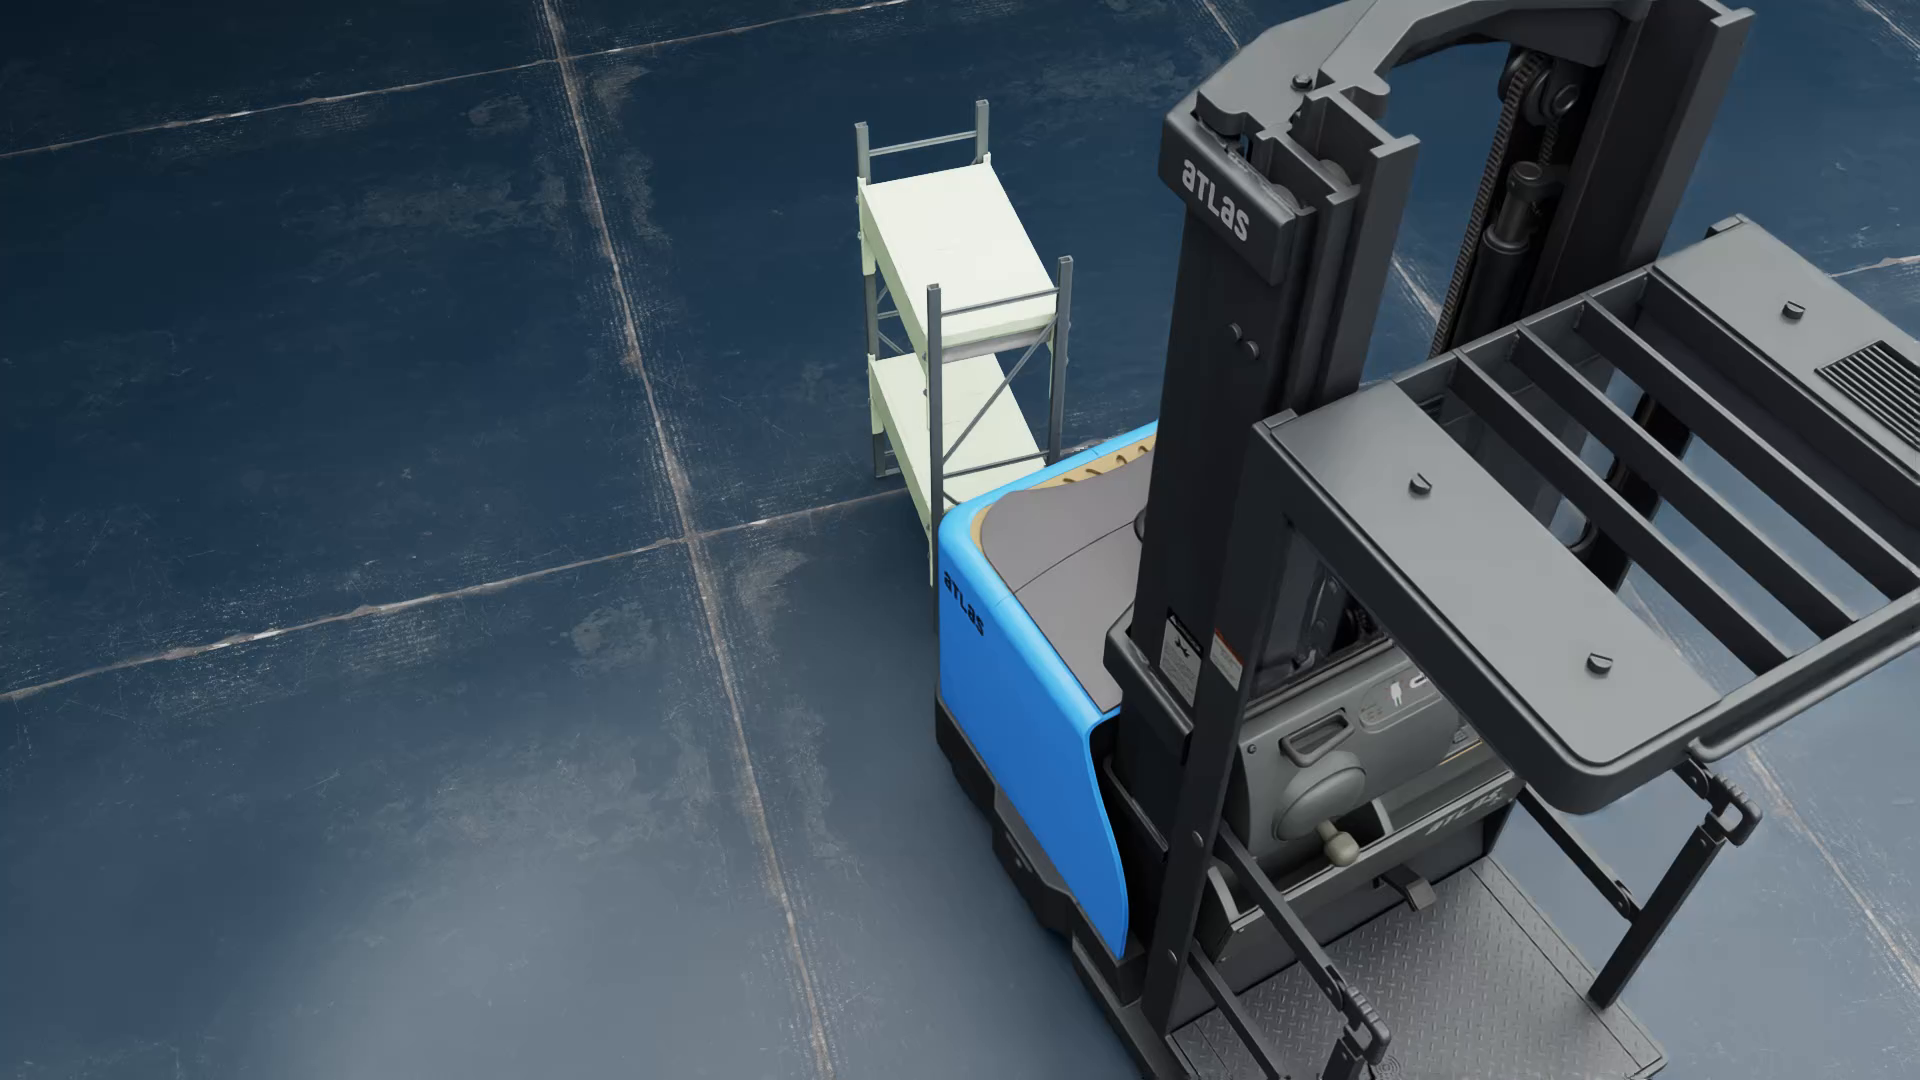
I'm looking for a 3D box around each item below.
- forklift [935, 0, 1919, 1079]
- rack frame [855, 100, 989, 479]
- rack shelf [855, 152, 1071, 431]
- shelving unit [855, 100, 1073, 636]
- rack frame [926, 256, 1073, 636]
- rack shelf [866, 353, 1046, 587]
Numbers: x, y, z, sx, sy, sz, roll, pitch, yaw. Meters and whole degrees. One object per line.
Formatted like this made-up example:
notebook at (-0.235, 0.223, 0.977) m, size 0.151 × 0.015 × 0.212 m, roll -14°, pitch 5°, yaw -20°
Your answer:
forklift at (1.087, 0.478, 3.430) m, size 1.130 × 2.935 × 3.031 m, roll -23°, pitch 54°, yaw -18°
rack frame at (-0.110, -0.756, 5.406) m, size 0.400 × 1.500 × 0.023 m, roll -13°, pitch 51°, yaw -11°
rack shelf at (-0.002, -0.740, 4.882) m, size 0.431 × 0.370 × 0.720 m, roll -13°, pitch 51°, yaw -11°
shelving unit at (-0.002, -0.488, 5.181) m, size 0.431 × 1.500 × 0.755 m, roll -13°, pitch 51°, yaw -11°
rack frame at (0.106, -0.221, 4.955) m, size 0.400 × 1.500 × 0.023 m, roll -13°, pitch 51°, yaw -11°
rack shelf at (-0.002, -0.278, 5.430) m, size 0.431 × 0.370 × 0.720 m, roll -13°, pitch 51°, yaw -11°
